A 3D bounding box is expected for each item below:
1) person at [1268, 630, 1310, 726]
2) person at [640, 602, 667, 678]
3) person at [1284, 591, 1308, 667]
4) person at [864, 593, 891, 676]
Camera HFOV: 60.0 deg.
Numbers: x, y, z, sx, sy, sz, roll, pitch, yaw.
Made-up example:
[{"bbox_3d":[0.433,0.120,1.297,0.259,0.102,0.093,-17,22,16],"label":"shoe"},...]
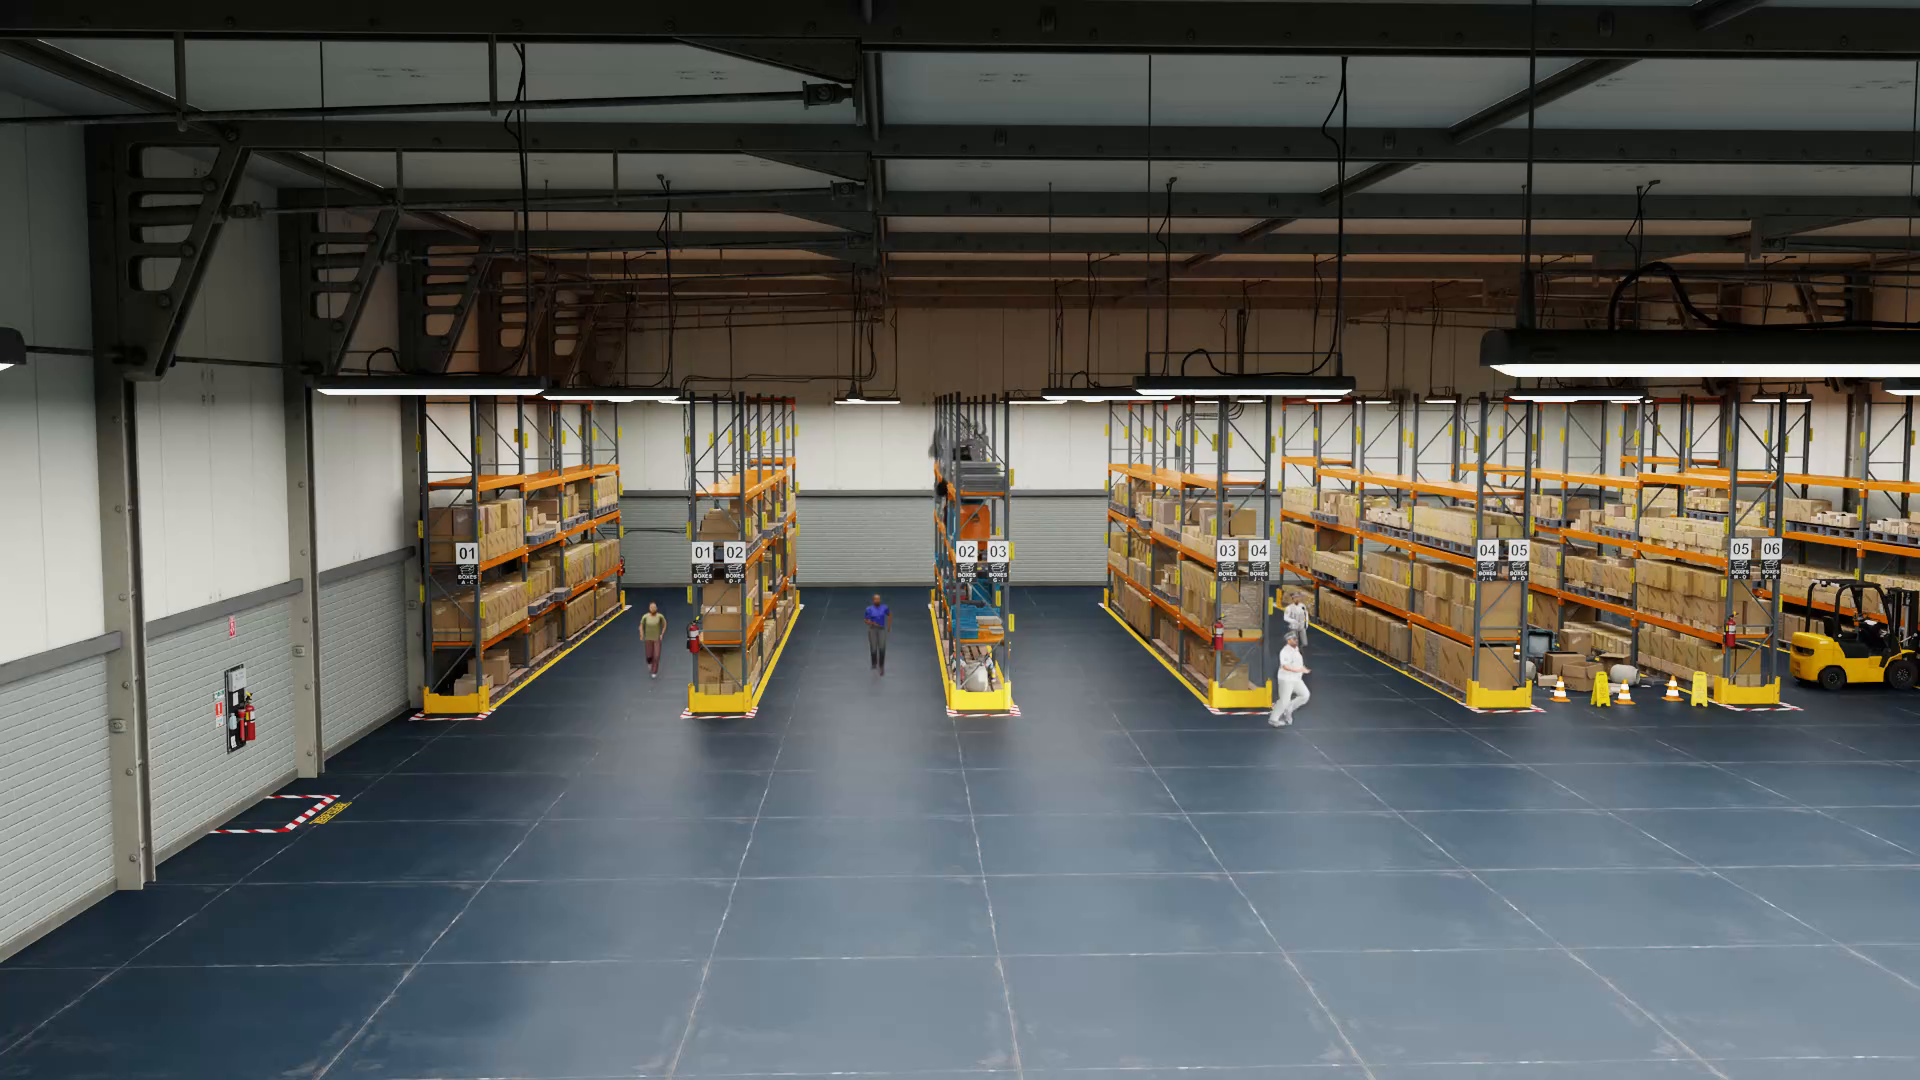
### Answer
[{"bbox_3d":[5.925,2.460,29.658,0.794,1.732,0.682,4,6,41],"label":"person"},{"bbox_3d":[-6.496,2.101,35.243,0.571,1.618,0.573,-1,5,-10],"label":"person"},{"bbox_3d":[7.391,1.973,36.469,0.616,1.716,0.683,-1,5,-6],"label":"person"},{"bbox_3d":[-1.702,1.958,34.460,0.584,1.711,0.718,0,5,-6],"label":"person"}]
